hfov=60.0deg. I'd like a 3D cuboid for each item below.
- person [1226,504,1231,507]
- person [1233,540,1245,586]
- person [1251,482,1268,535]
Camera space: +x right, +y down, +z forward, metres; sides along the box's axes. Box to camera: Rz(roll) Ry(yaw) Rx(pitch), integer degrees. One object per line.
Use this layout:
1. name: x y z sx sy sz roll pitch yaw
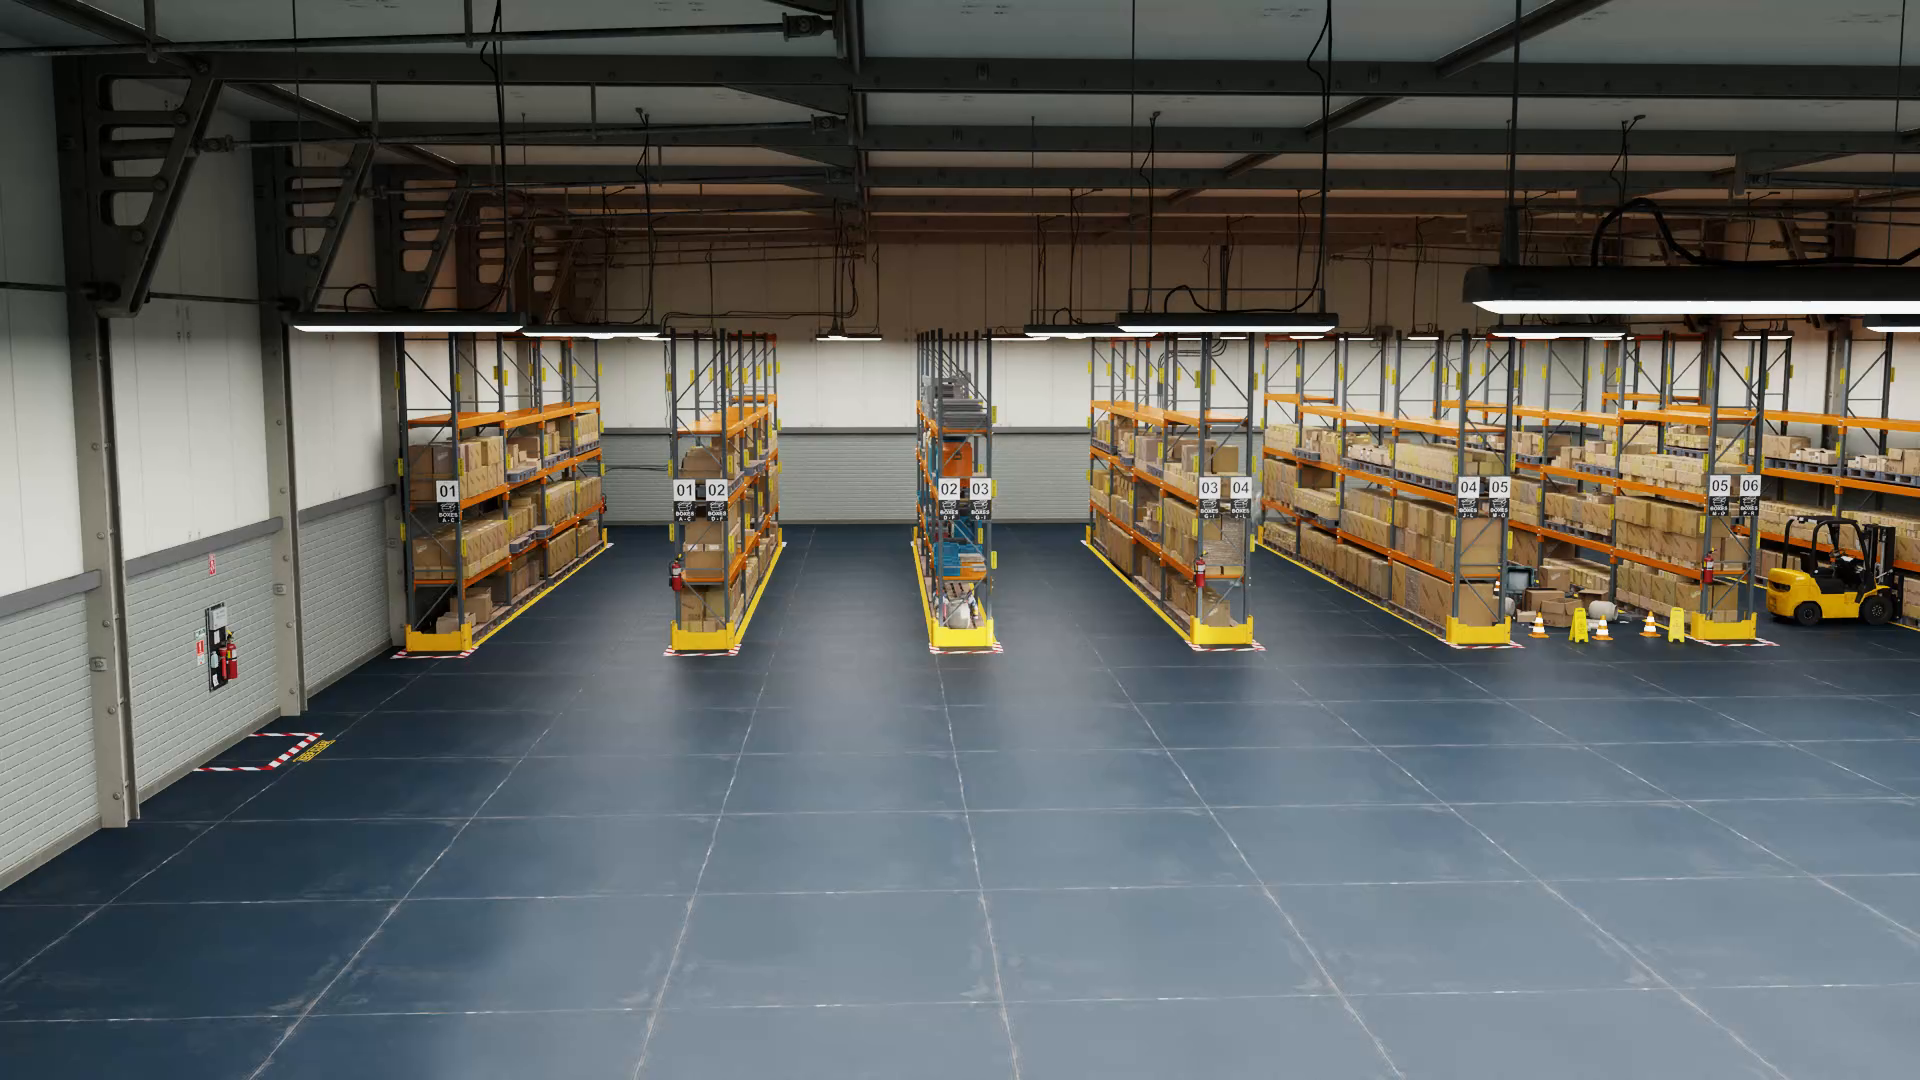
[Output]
1. person: 7.554 -0.525 45.817 0.706 1.752 0.650 1 7 5
2. person: 6.548 0.237 39.179 0.723 1.740 0.625 -1 7 -6
3. person: 8.870 -0.922 49.197 0.826 1.753 0.648 1 7 10
